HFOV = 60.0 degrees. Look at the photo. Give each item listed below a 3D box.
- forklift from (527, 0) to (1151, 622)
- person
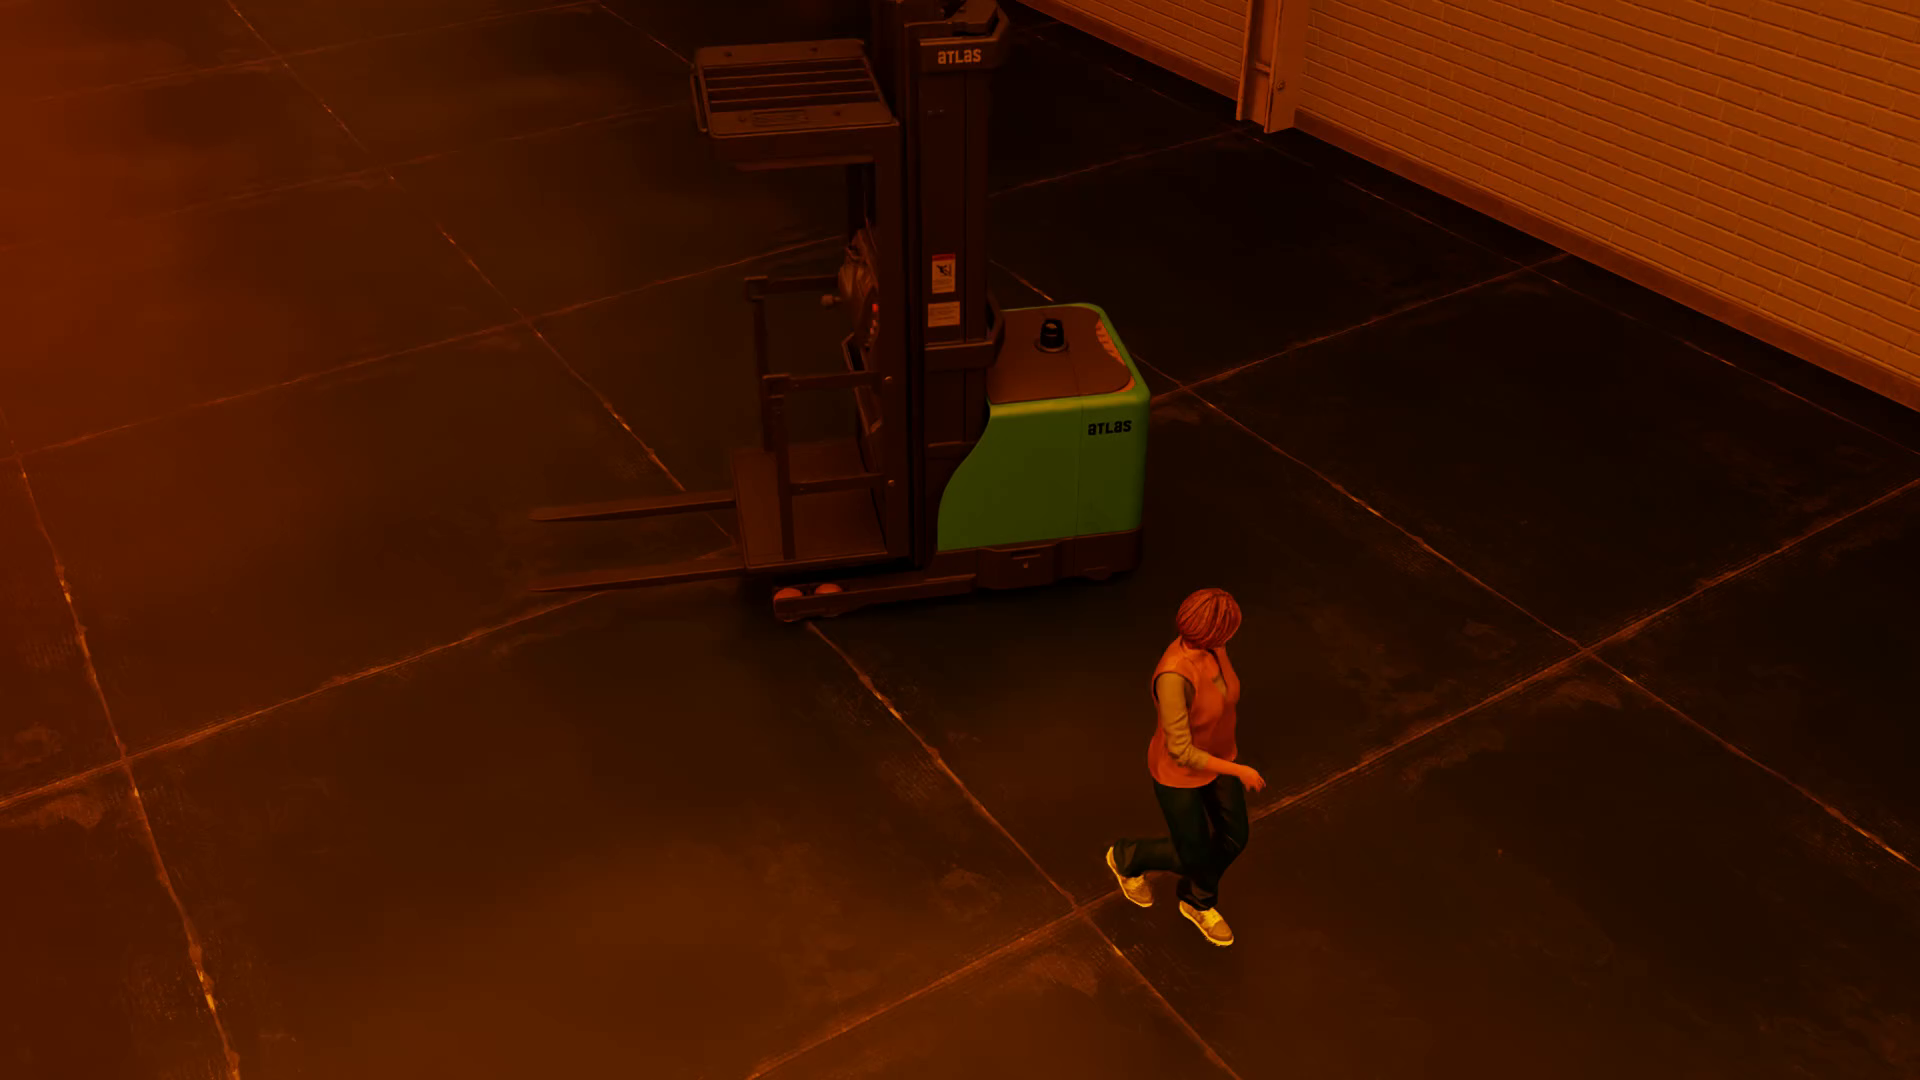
[{"bbox_3d":[-0.649,-1.128,7.753,3.031,2.935,1.130,-6,36,-9],"label":"forklift"},{"bbox_3d":[0.897,0.828,6.193,0.579,1.540,0.563,30,45,35],"label":"person"}]
